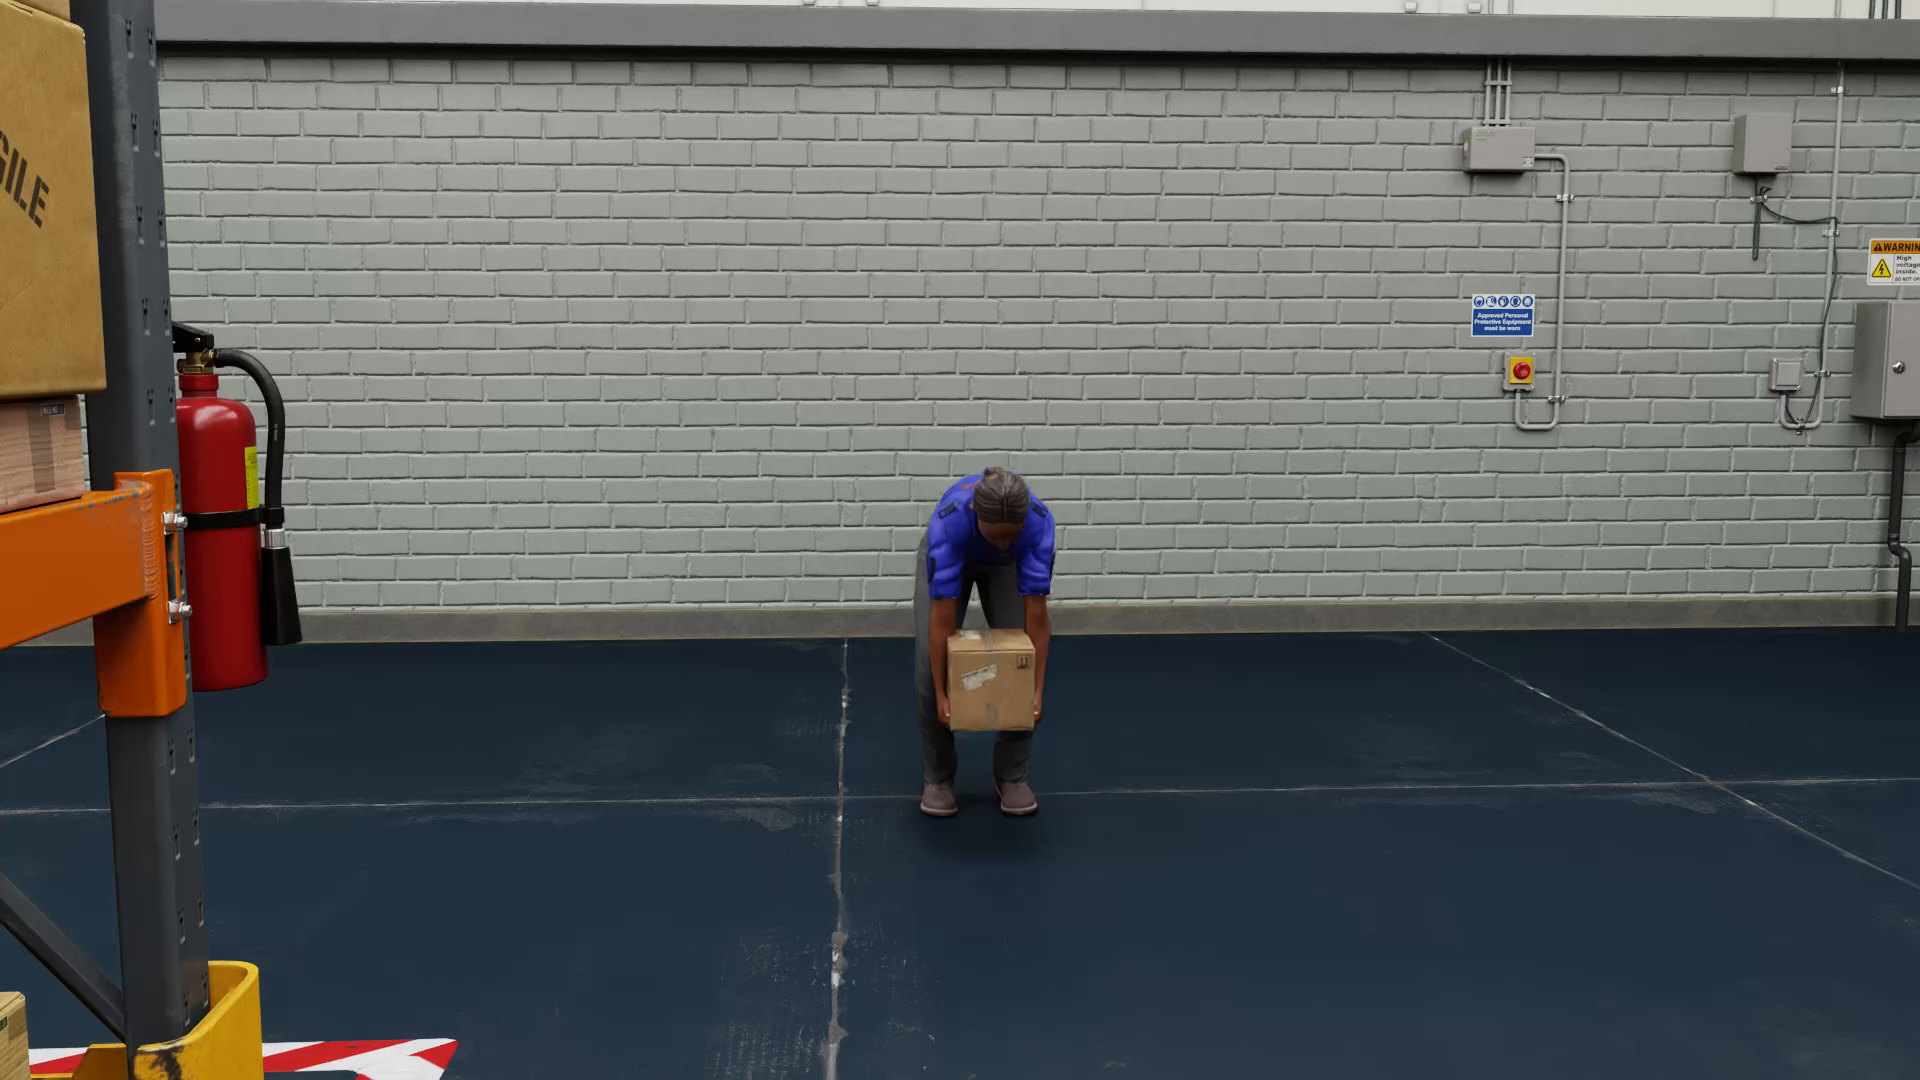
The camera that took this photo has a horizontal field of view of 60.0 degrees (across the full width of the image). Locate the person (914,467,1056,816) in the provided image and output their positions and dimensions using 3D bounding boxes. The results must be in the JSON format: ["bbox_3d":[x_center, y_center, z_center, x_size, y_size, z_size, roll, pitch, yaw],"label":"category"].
[{"bbox_3d":[0.075,0.328,5.188,0.418,1.155,0.858,-1,7,-5],"label":"person"}]
